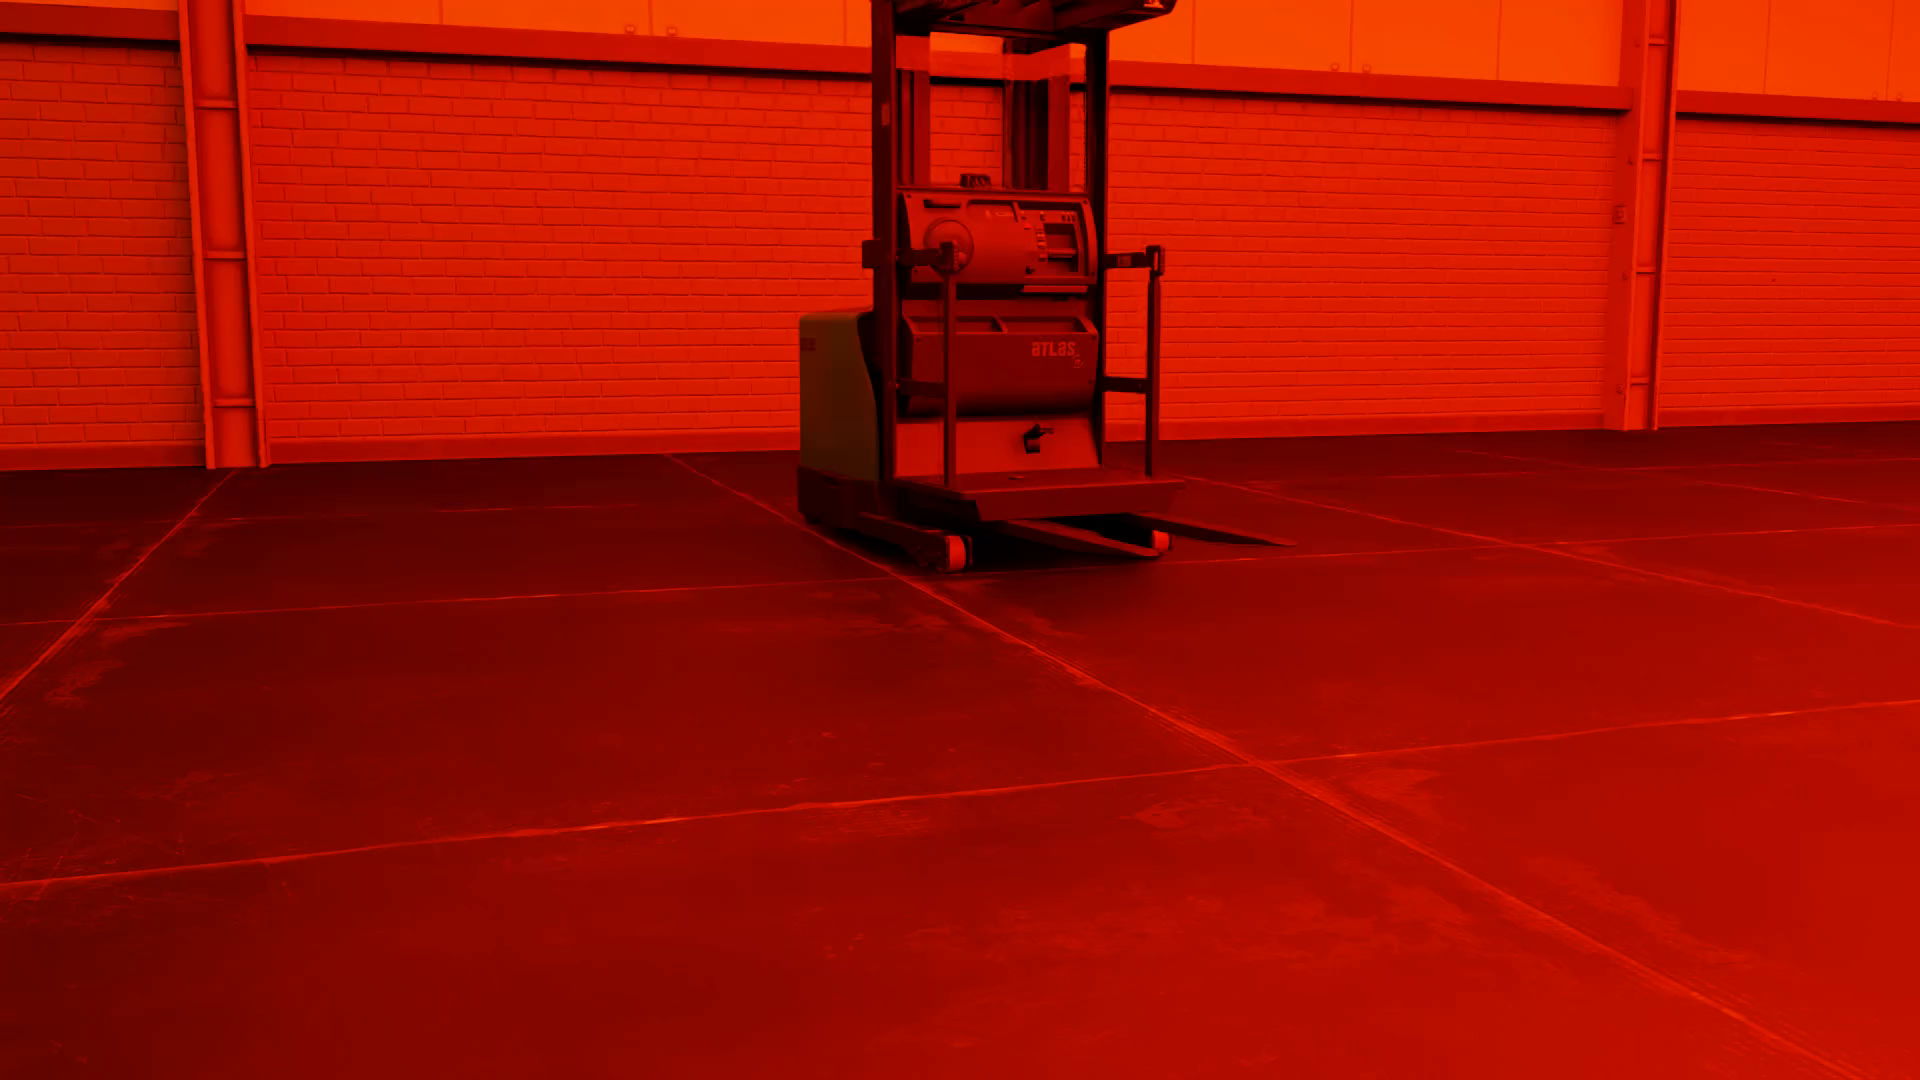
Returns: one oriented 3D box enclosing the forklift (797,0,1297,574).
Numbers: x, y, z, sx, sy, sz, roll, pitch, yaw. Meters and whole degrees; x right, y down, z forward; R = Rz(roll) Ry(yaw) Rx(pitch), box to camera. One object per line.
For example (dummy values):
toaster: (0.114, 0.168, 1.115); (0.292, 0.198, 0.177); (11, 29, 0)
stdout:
forklift: (0.281, -1.379, 7.186); (1.130, 2.935, 3.031); (-4, 9, -26)
